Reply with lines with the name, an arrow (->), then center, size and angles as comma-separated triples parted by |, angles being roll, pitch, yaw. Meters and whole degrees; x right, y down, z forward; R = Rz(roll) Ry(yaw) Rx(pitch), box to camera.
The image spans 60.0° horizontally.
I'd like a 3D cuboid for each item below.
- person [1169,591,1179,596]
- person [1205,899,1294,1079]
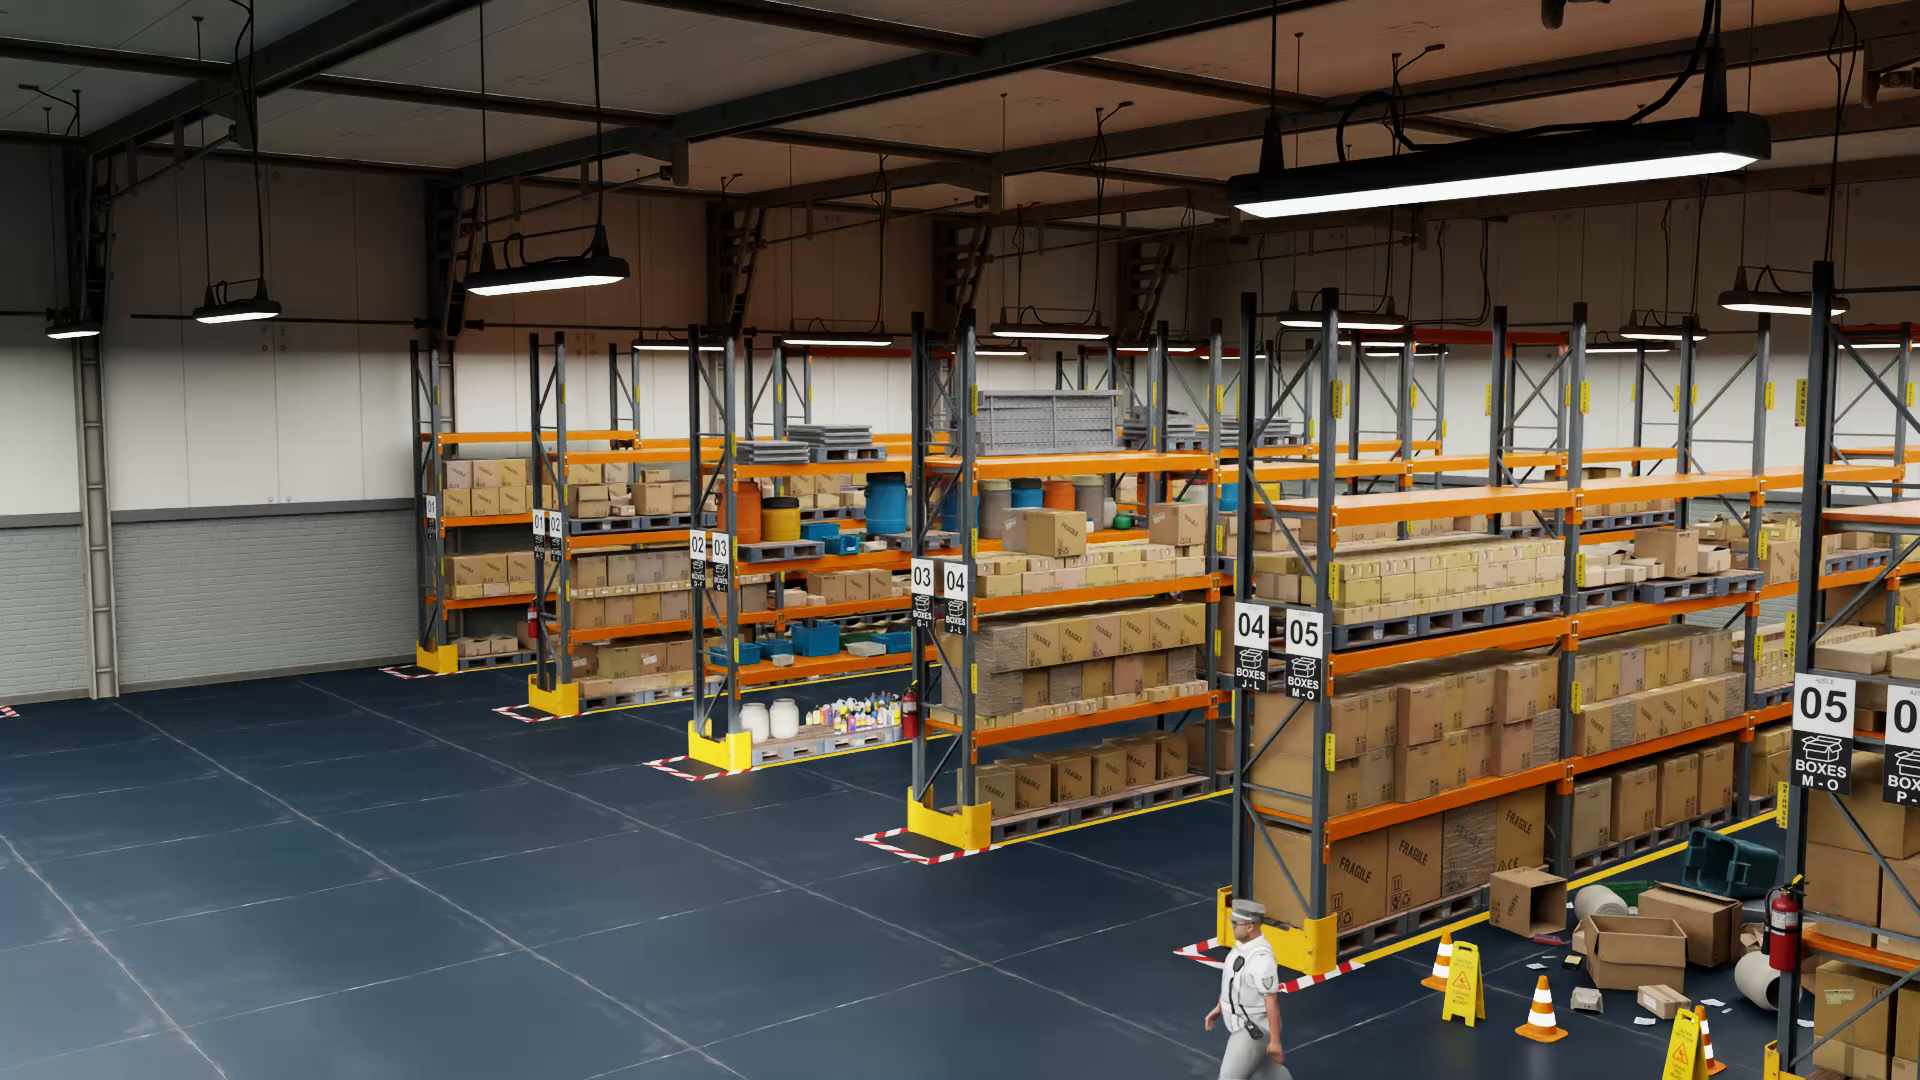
person -> 4.025, 1.438, 31.341 | 0.504, 1.669, 0.495 | -1, 5, -11
person -> 1.870, 3.262, 11.269 | 1.107, 1.689, 0.564 | 0, 5, 2
